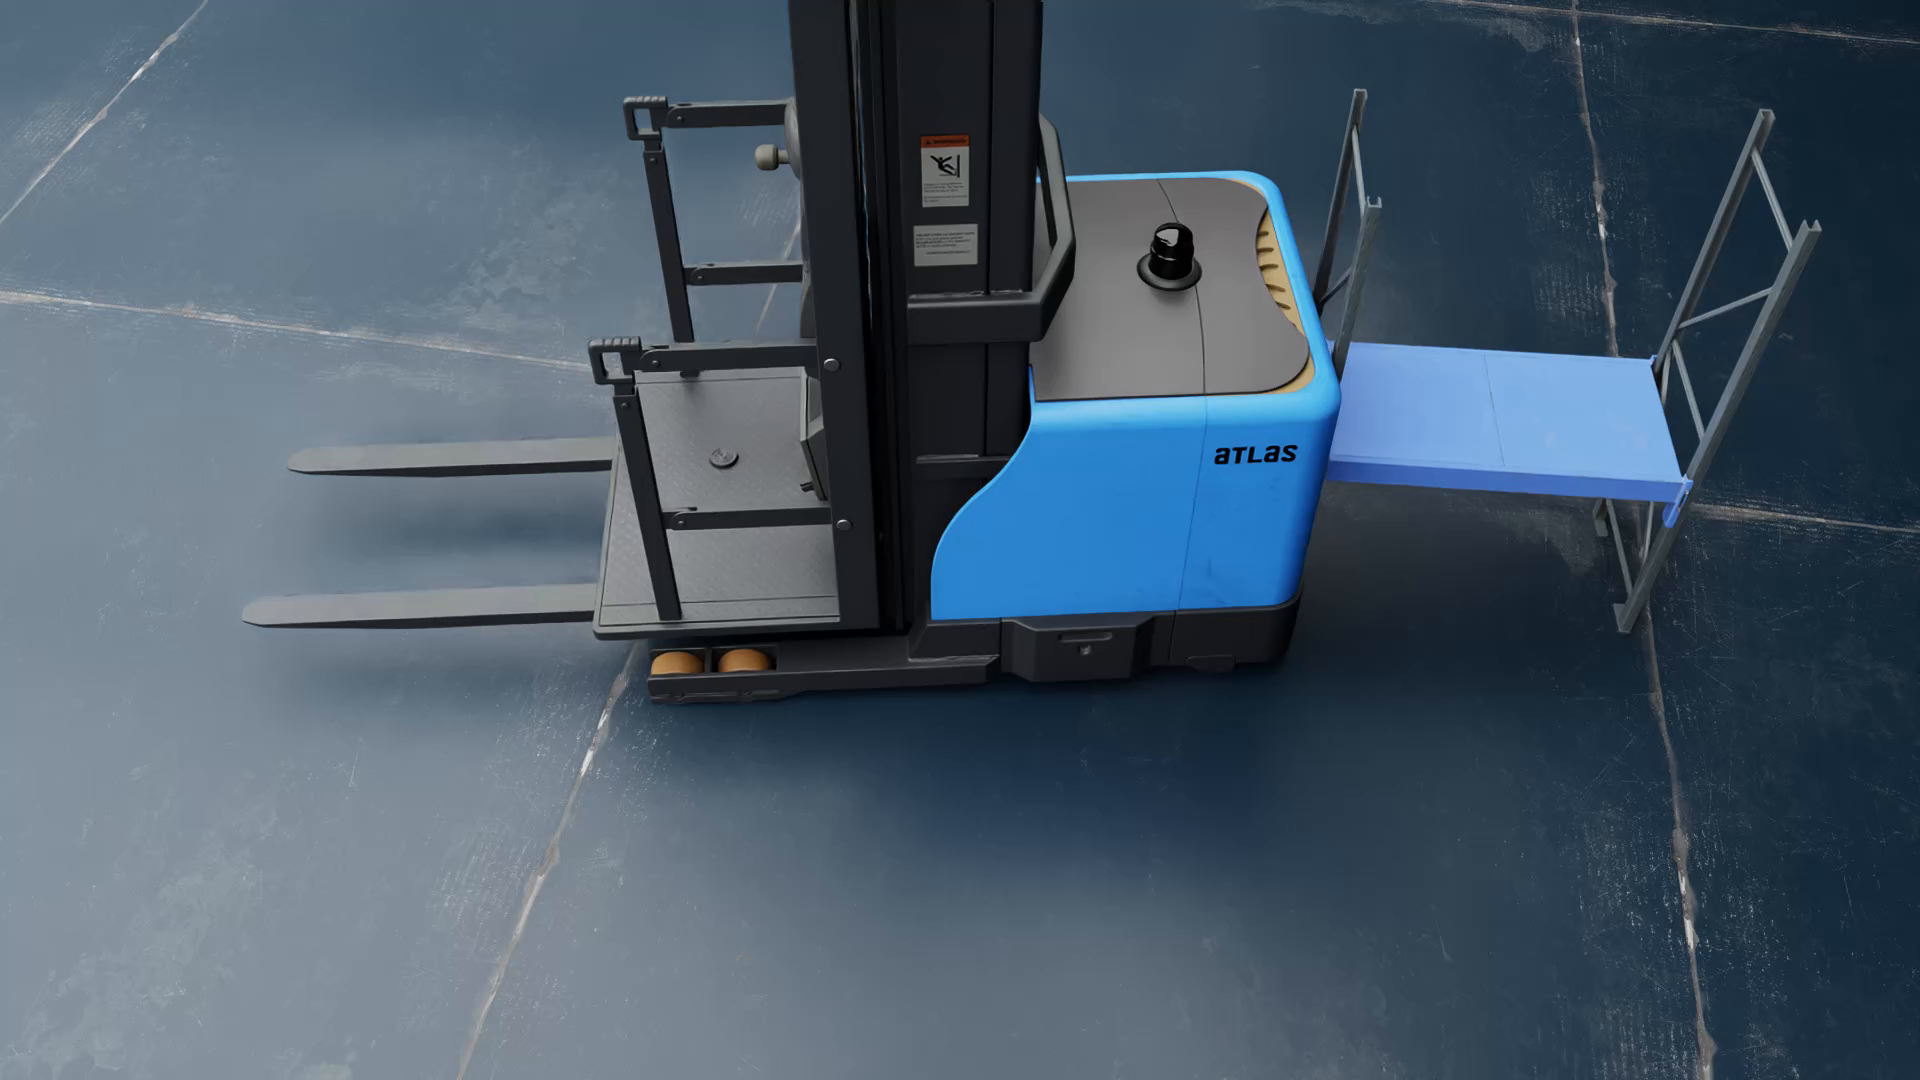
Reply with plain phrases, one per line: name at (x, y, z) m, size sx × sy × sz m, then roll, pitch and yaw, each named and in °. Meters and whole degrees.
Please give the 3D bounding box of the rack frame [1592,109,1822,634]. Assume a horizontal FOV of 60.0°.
rack frame at (2.019, -0.406, 4.606) m, size 0.032 × 1.500 × 0.500 m, roll 4°, pitch 48°, yaw 3°

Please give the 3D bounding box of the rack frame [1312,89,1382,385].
rack frame at (1.007, -0.473, 4.667) m, size 0.032 × 1.500 × 0.500 m, roll 4°, pitch 48°, yaw 3°

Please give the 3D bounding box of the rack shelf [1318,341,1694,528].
rack shelf at (1.513, -0.319, 4.771) m, size 1.000 × 0.185 × 0.538 m, roll 4°, pitch 48°, yaw 3°

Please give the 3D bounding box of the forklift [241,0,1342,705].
forklift at (-0.560, -0.909, 4.097) m, size 3.031 × 2.935 × 1.130 m, roll -2°, pitch 48°, yaw -2°

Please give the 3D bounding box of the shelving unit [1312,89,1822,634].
shelving unit at (1.513, -0.440, 4.637) m, size 1.048 × 1.500 × 0.538 m, roll 4°, pitch 48°, yaw 3°
